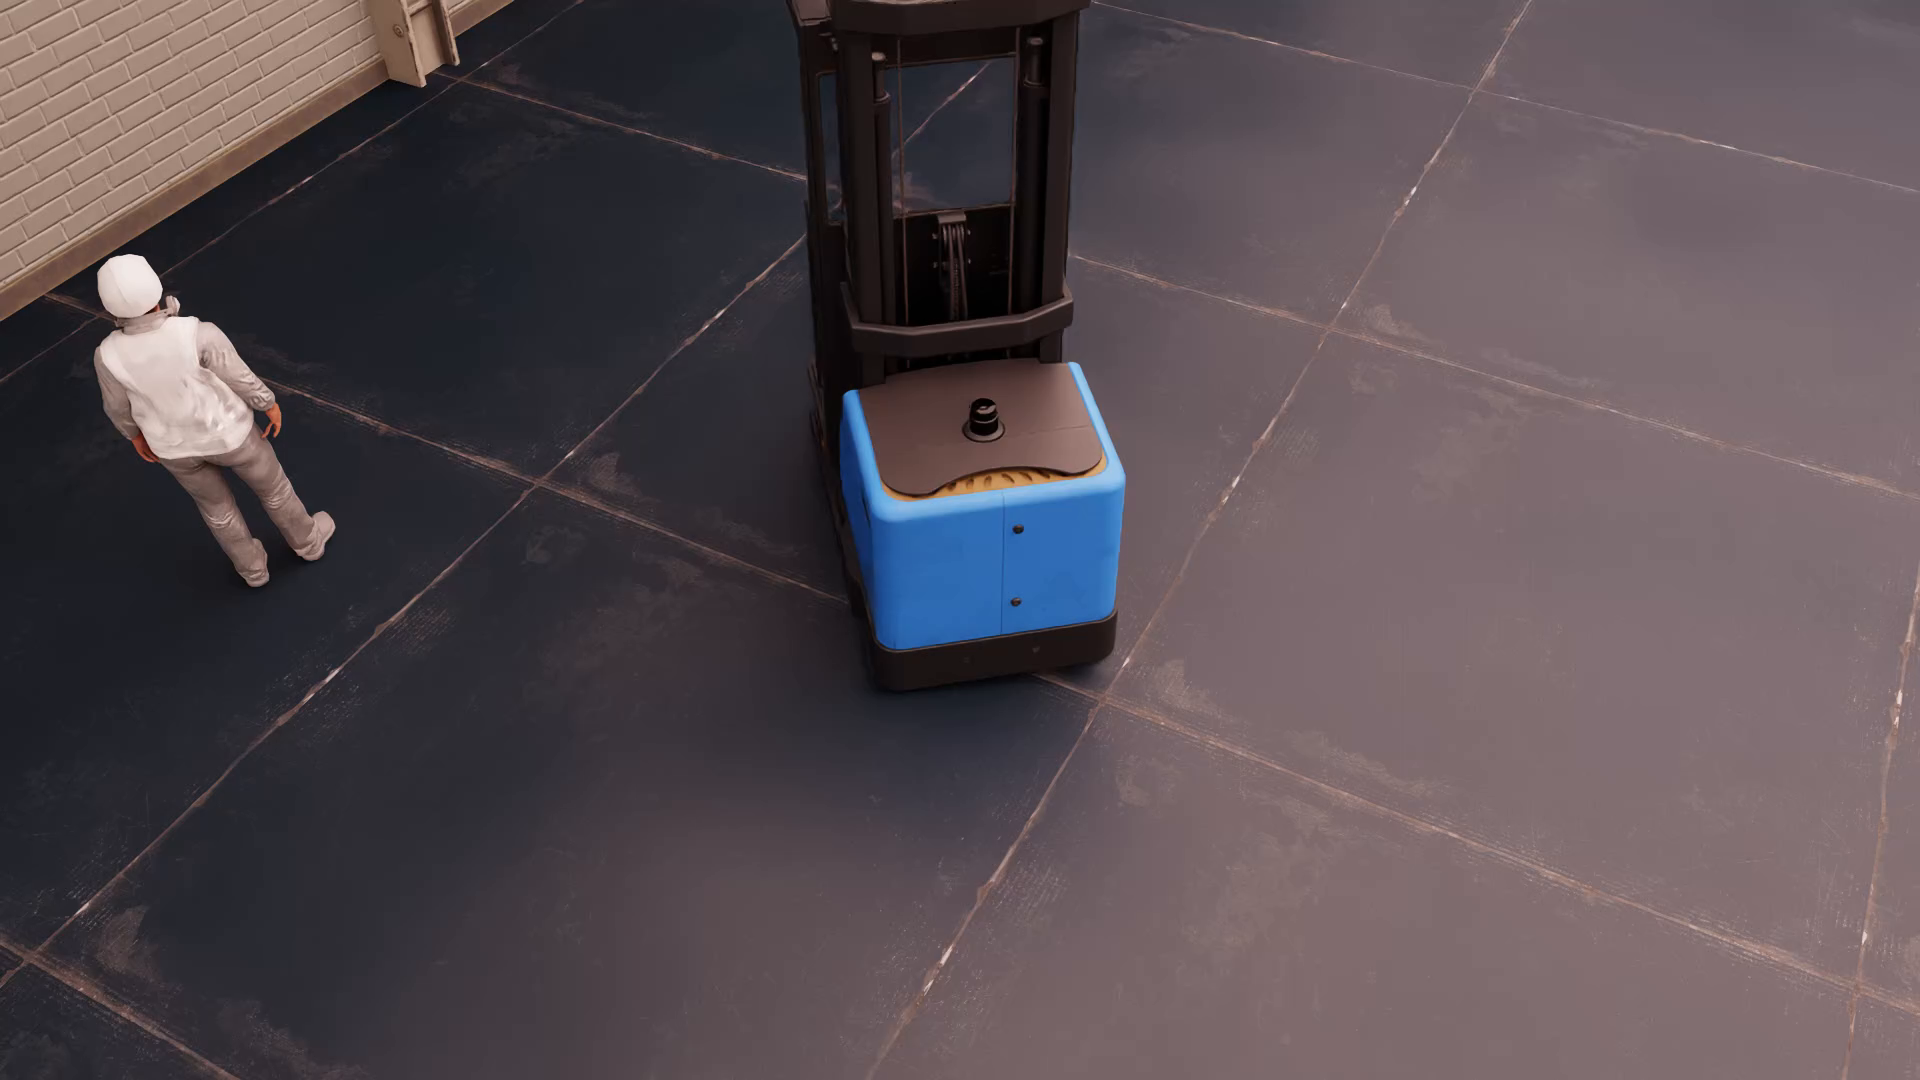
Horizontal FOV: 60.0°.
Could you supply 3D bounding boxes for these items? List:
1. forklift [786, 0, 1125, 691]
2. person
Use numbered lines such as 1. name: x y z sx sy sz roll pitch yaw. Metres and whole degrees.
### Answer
1. forklift: -0.132 -1.454 7.197 1.130 2.935 3.031 -8 44 -8
2. person: -3.196 -0.516 7.035 0.630 1.773 0.570 -10 44 -10
